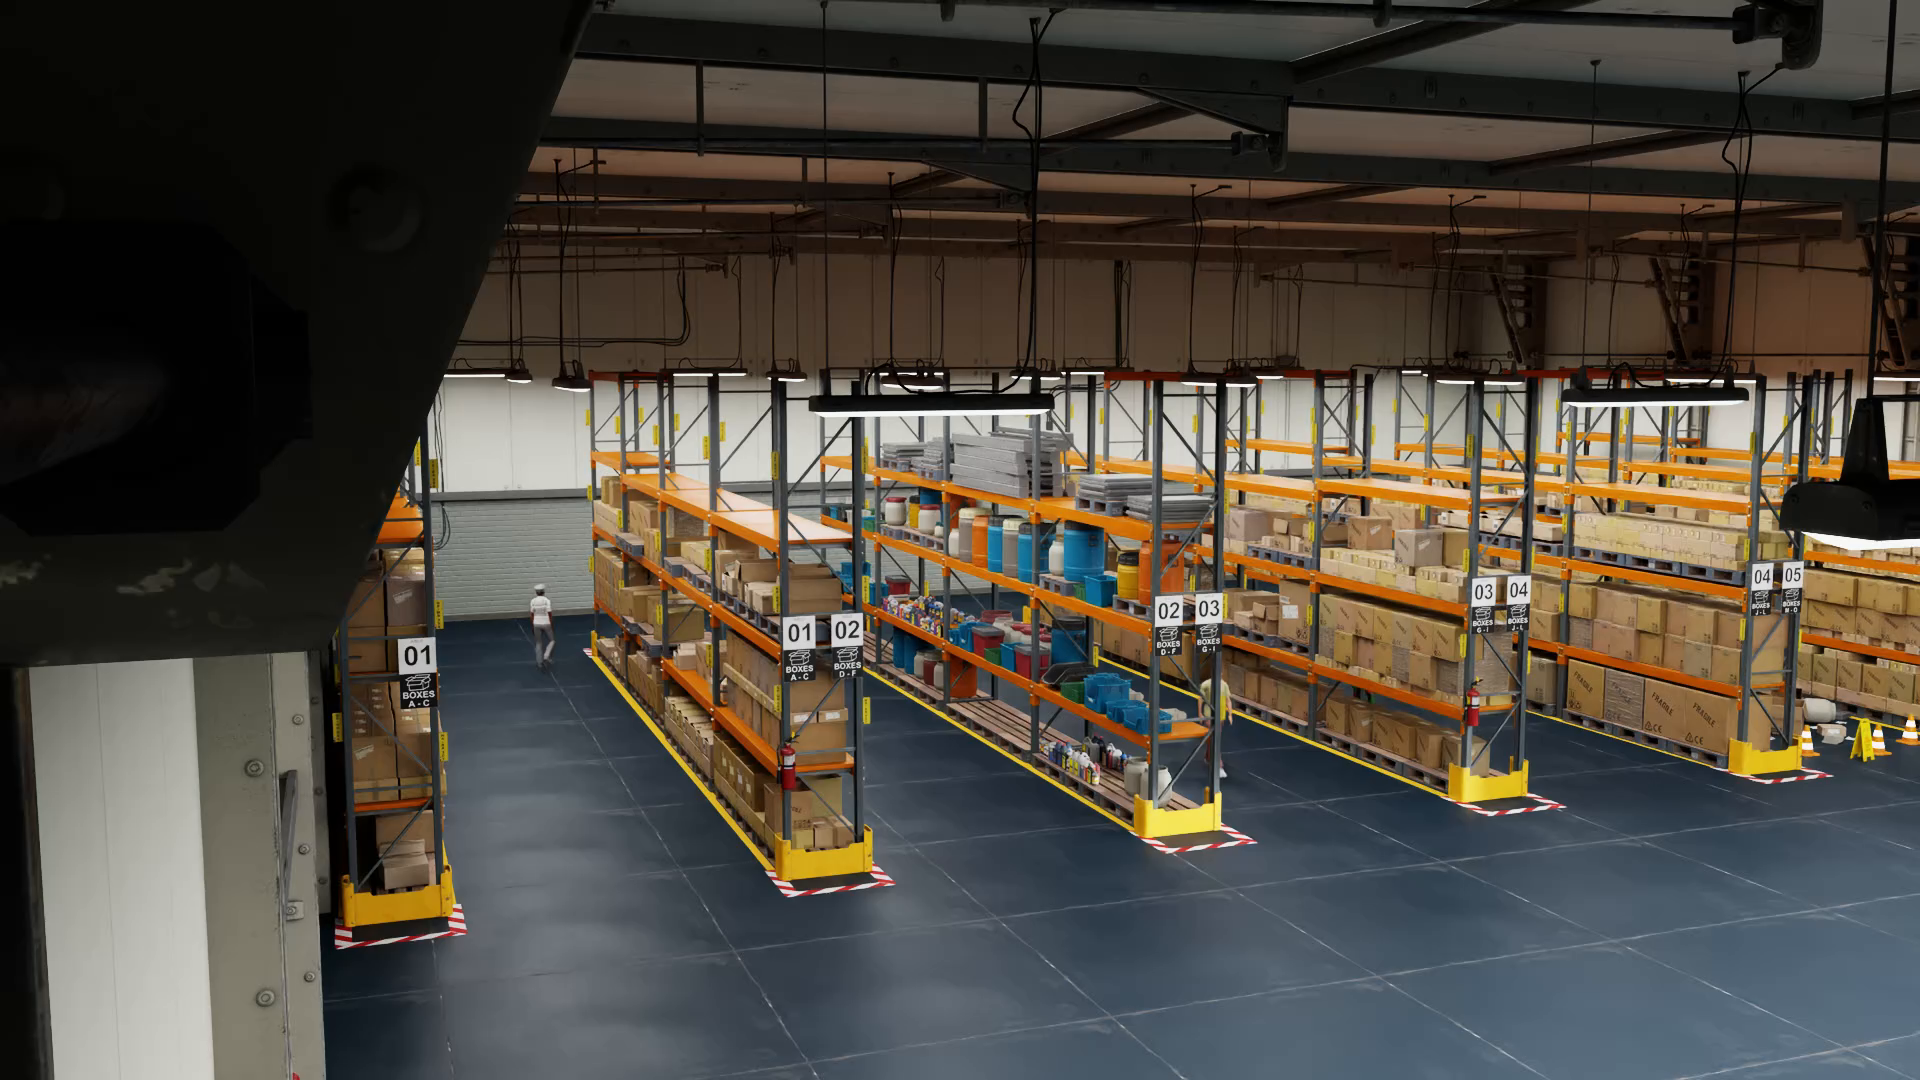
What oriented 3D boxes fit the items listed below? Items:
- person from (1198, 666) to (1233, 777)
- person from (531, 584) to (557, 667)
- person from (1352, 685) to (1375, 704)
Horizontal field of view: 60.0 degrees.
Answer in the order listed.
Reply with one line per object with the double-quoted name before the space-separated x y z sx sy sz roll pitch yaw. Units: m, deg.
"person" 3.896 2.688 25.178 0.464 1.641 0.883 -2 7 -16
"person" -8.462 1.745 33.672 0.492 1.676 0.460 1 6 8
"person" 7.132 2.165 29.452 0.552 1.790 0.543 -2 7 -17
